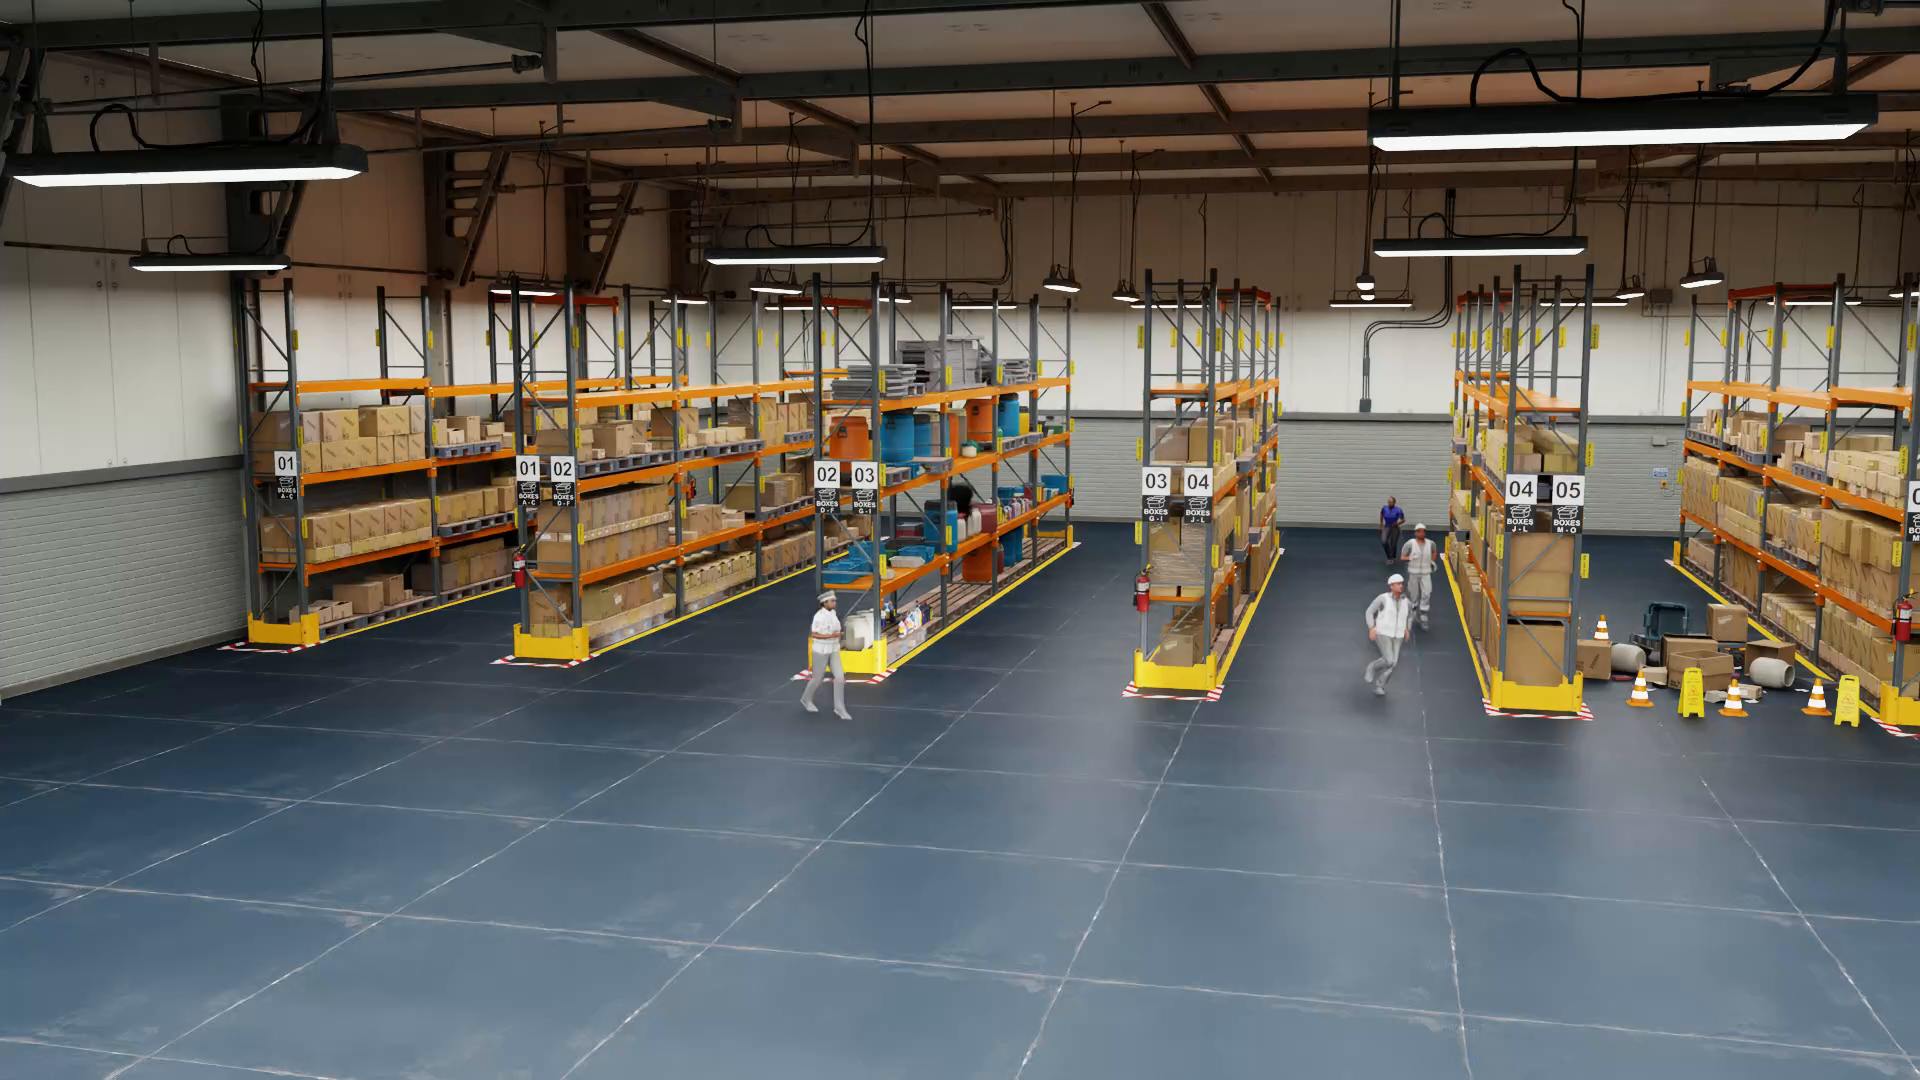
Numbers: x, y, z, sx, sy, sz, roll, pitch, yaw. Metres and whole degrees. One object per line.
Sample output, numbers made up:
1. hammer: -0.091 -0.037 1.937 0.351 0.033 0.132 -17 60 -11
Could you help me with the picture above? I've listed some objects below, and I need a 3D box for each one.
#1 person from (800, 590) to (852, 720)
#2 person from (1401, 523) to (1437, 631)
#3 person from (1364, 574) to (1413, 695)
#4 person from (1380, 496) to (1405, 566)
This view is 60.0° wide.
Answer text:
1. person: -1.820 1.524 22.119 0.816 1.747 0.554 5 8 35
2. person: 8.015 0.620 29.032 0.644 1.829 0.850 1 7 8
3. person: 6.144 1.341 23.599 0.683 1.693 0.533 -2 7 -13
4. person: 9.674 -0.202 37.187 0.594 1.602 0.835 3 8 25
